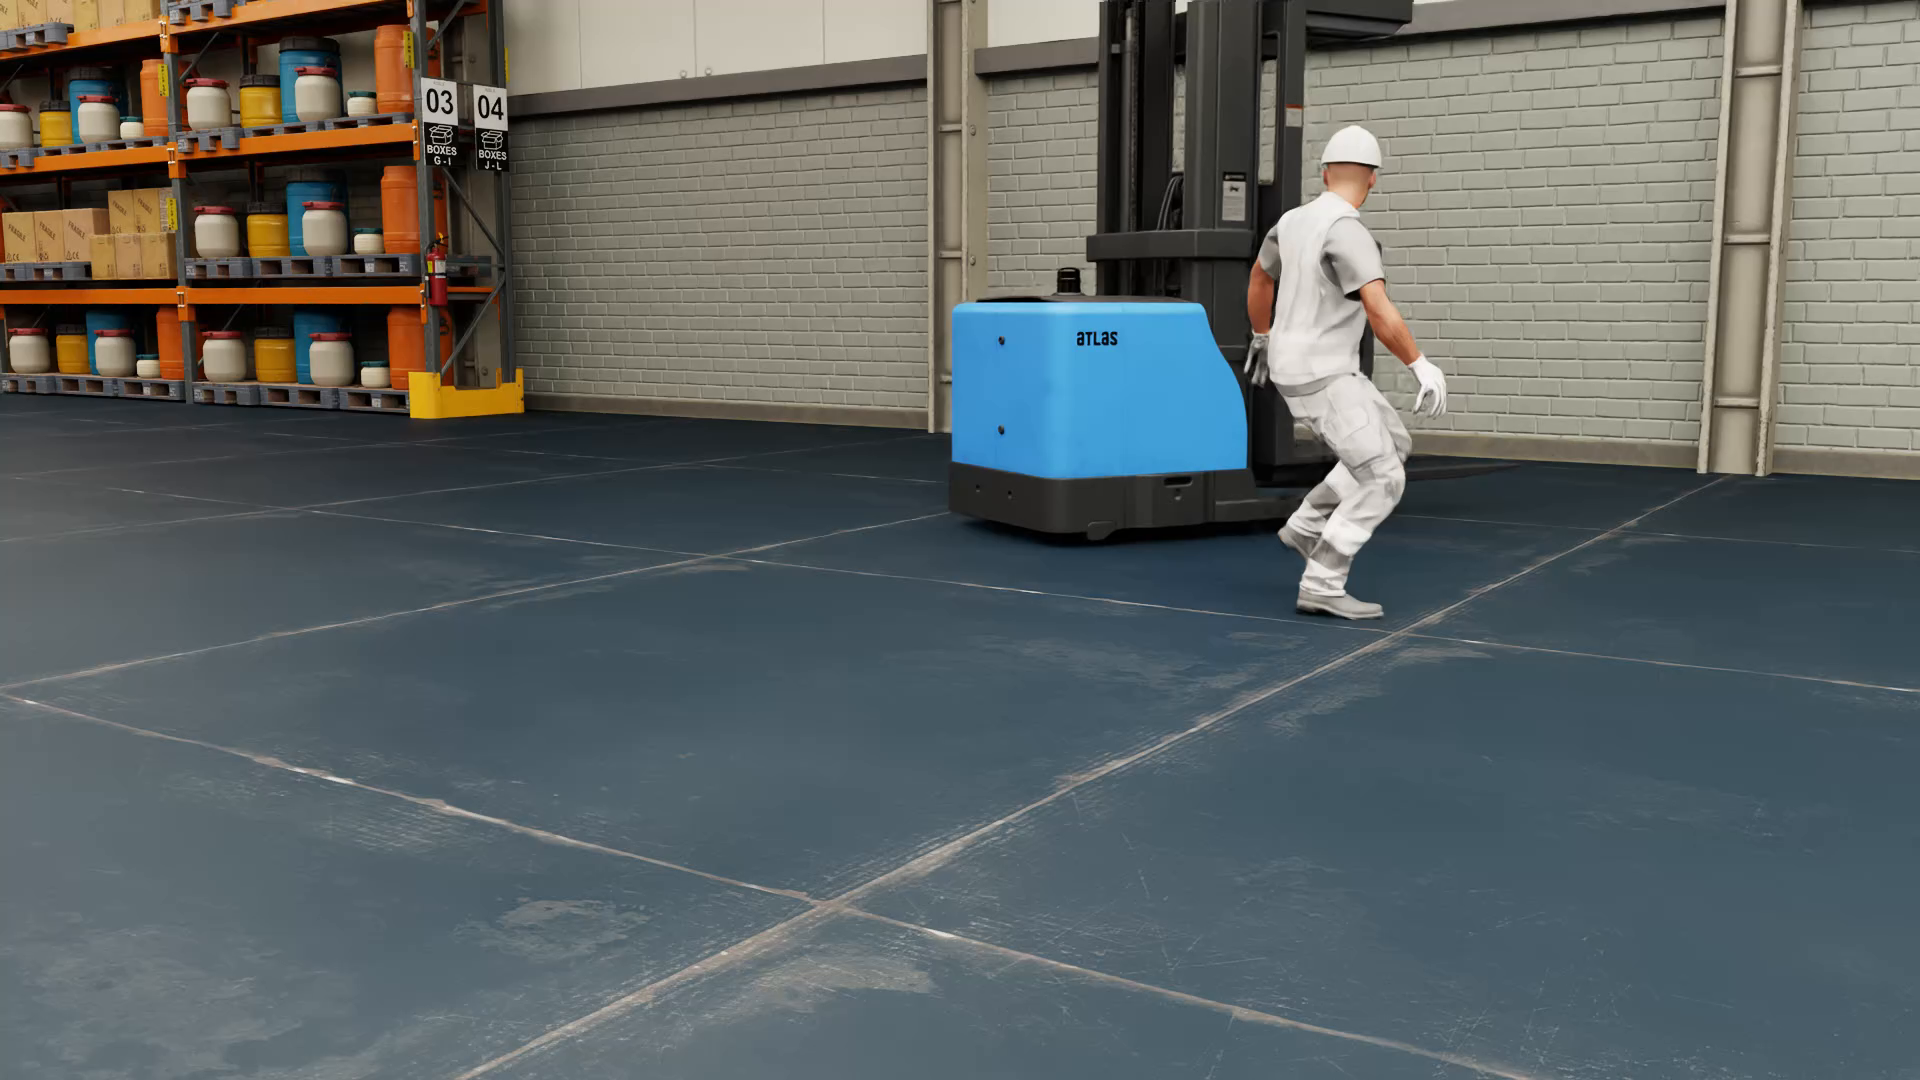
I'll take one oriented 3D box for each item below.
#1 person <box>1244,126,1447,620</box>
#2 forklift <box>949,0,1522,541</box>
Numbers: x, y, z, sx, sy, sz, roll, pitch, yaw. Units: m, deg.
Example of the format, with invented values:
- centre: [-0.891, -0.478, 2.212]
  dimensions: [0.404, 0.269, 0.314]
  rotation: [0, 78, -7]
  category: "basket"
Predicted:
- centre: [1.335, -0.588, 5.831]
  dimensions: [0.621, 1.676, 0.831]
  rotation: [1, 8, 5]
  category: "person"
- centre: [1.491, -1.569, 8.226]
  dimensions: [3.031, 2.935, 1.130]
  rotation: [-4, 9, -28]
  category: "forklift"
